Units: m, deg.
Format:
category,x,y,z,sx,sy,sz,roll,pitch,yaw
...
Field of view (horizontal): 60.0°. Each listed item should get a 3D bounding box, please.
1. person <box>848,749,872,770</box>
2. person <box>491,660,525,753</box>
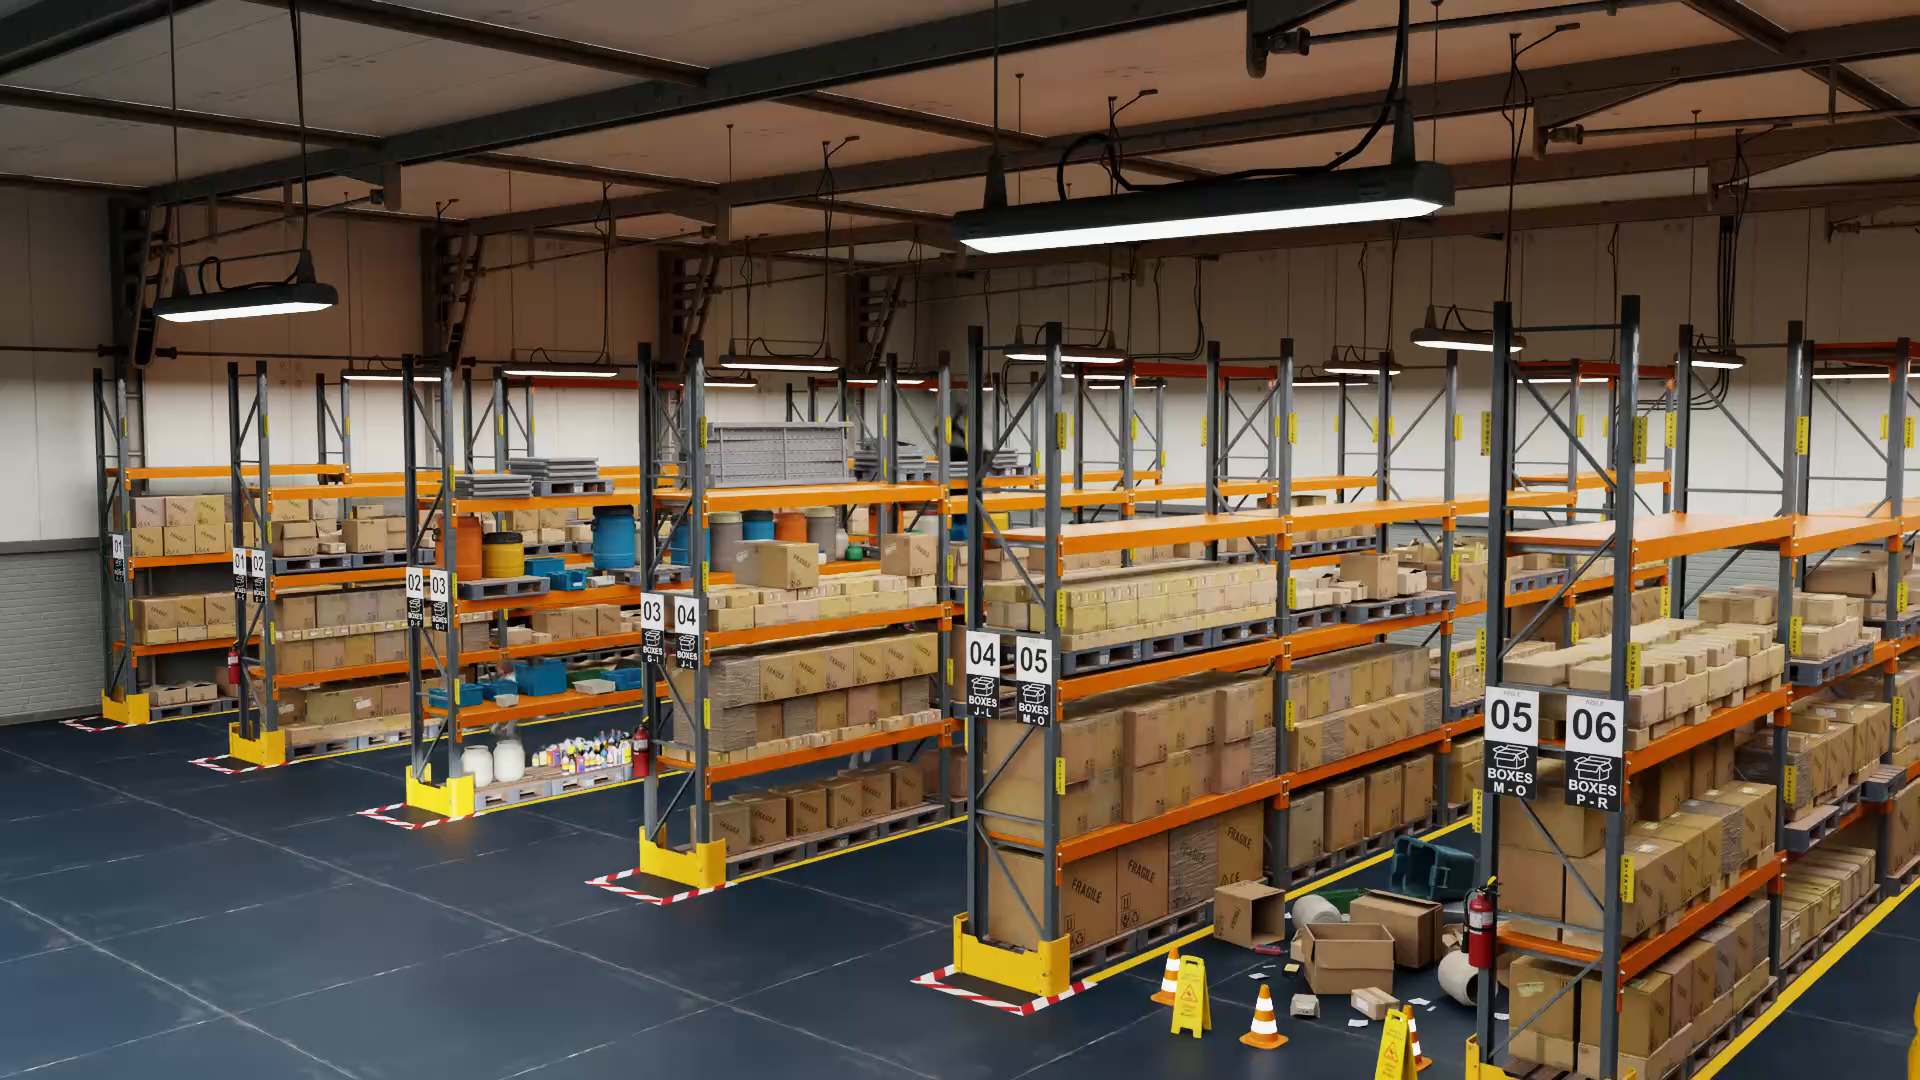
category,x,y,z,sx,sy,sz,roll,pitch,yaw
person,-1.461,2.551,24.175,0.600,1.675,0.892,2,5,26
person,-6.718,2.560,24.636,0.512,1.578,0.631,4,6,43
